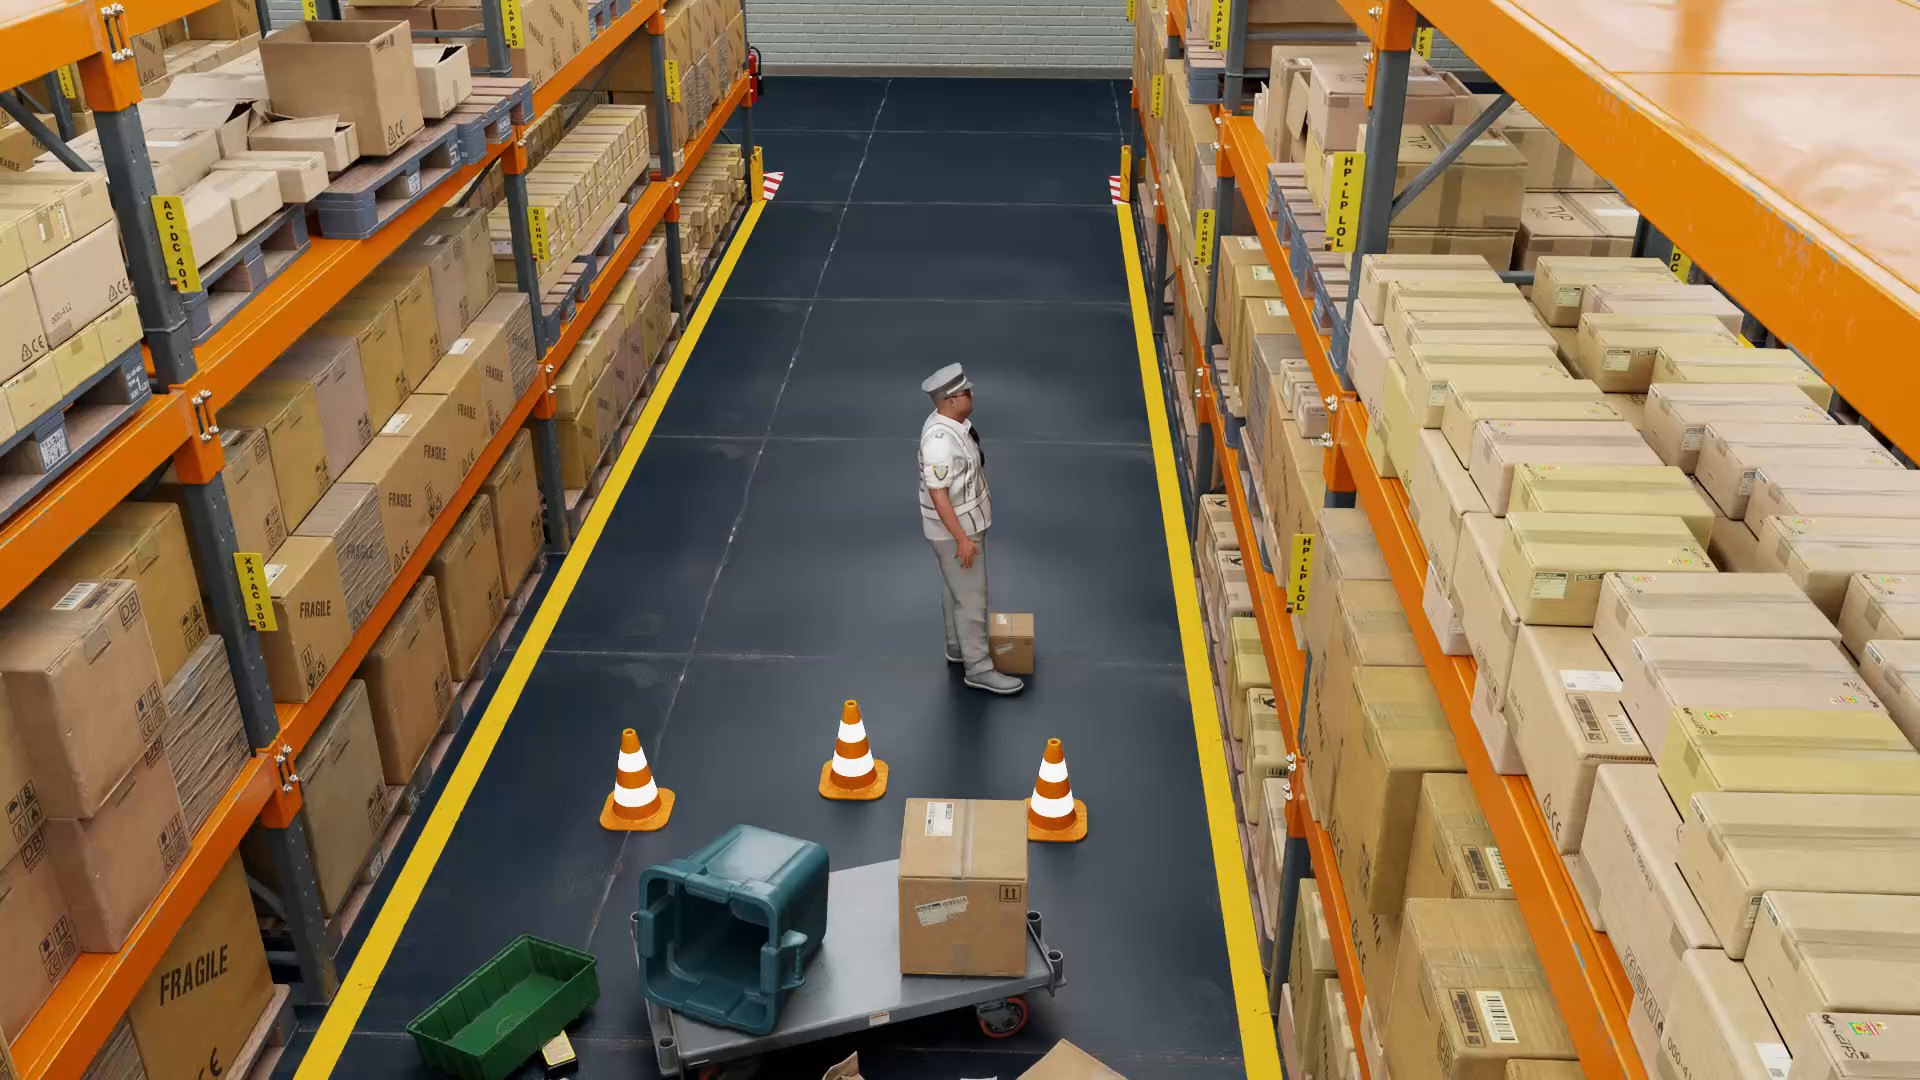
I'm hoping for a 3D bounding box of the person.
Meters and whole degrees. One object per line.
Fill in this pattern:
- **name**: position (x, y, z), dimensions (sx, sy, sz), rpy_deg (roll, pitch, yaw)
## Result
- **person**: position (0.071, -0.091, 8.970), dimensions (0.575, 1.781, 0.640), rpy_deg (1, 28, 2)
